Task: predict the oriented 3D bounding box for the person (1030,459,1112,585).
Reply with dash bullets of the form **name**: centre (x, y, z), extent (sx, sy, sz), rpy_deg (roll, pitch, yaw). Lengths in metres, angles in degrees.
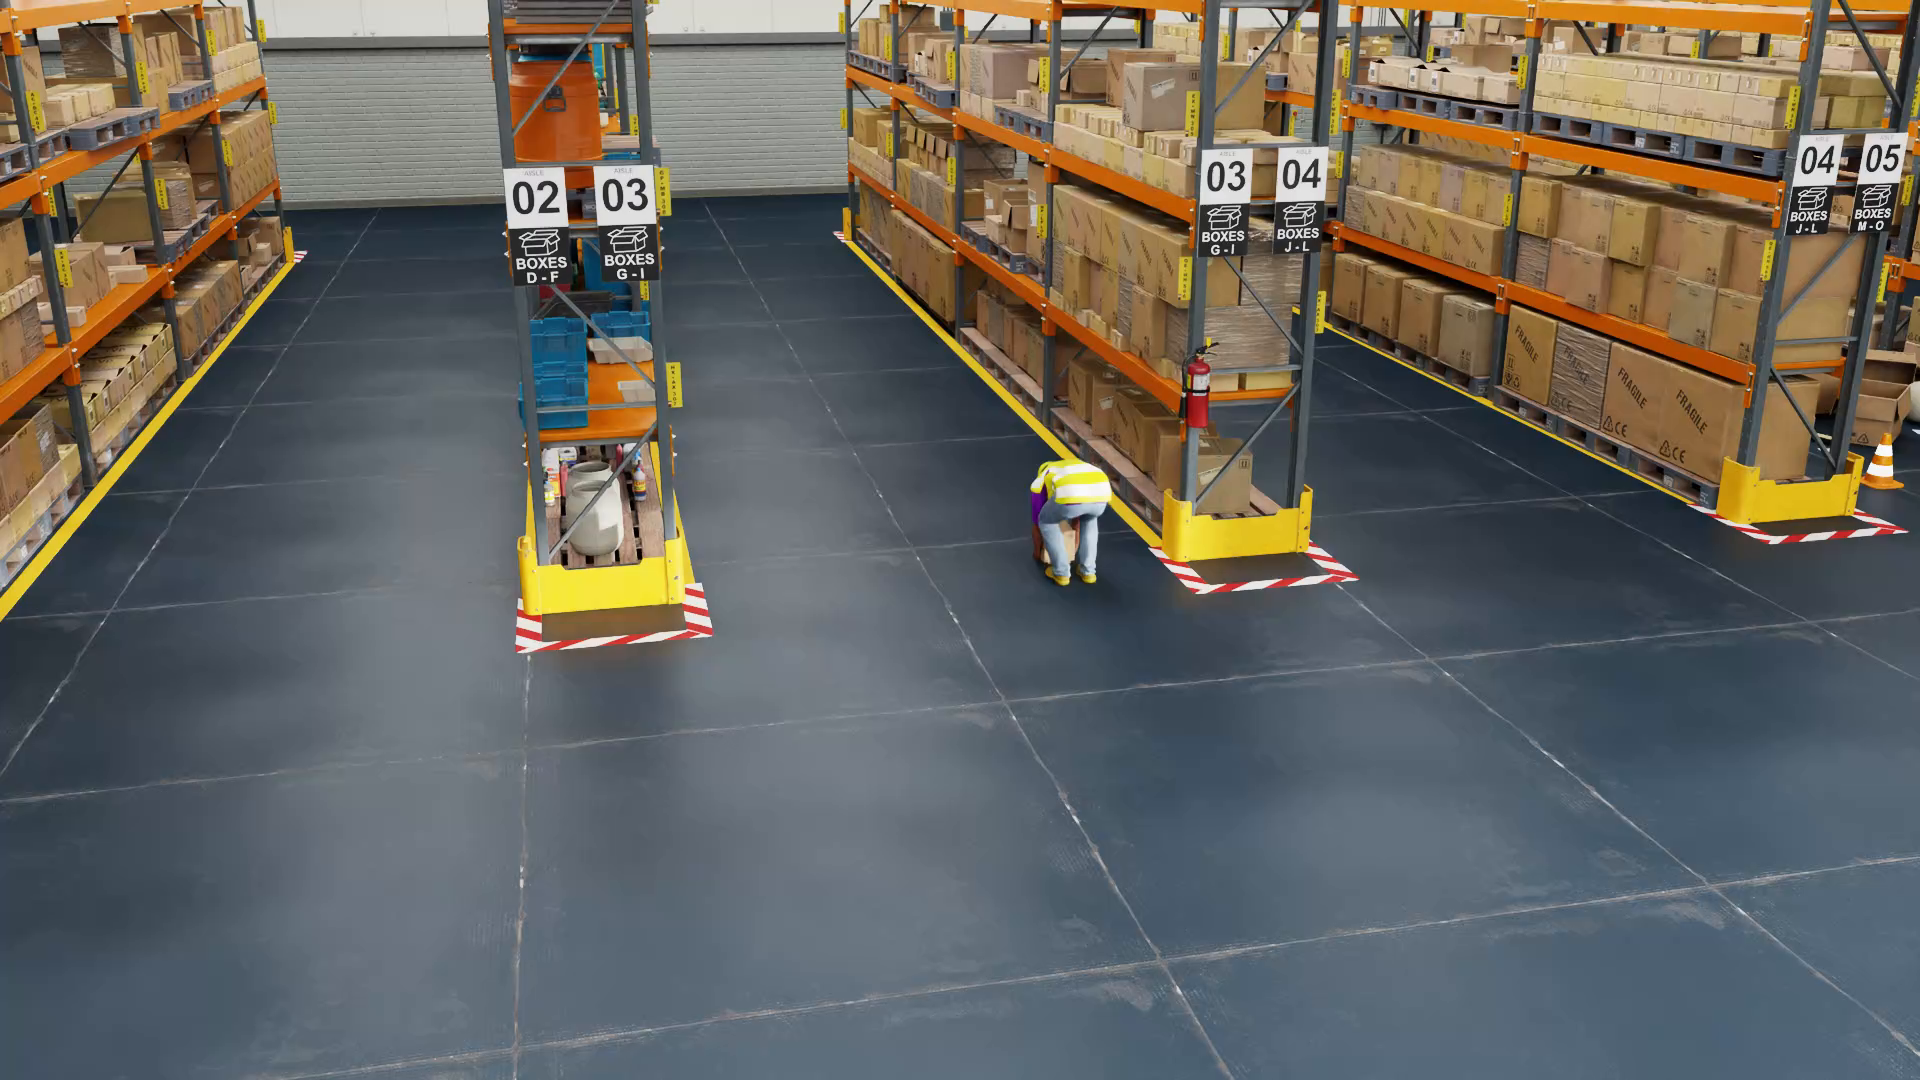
- **person**: centre (0.814, -0.190, 12.804), extent (0.506, 0.939, 0.974), rpy_deg (-5, 20, -15)
